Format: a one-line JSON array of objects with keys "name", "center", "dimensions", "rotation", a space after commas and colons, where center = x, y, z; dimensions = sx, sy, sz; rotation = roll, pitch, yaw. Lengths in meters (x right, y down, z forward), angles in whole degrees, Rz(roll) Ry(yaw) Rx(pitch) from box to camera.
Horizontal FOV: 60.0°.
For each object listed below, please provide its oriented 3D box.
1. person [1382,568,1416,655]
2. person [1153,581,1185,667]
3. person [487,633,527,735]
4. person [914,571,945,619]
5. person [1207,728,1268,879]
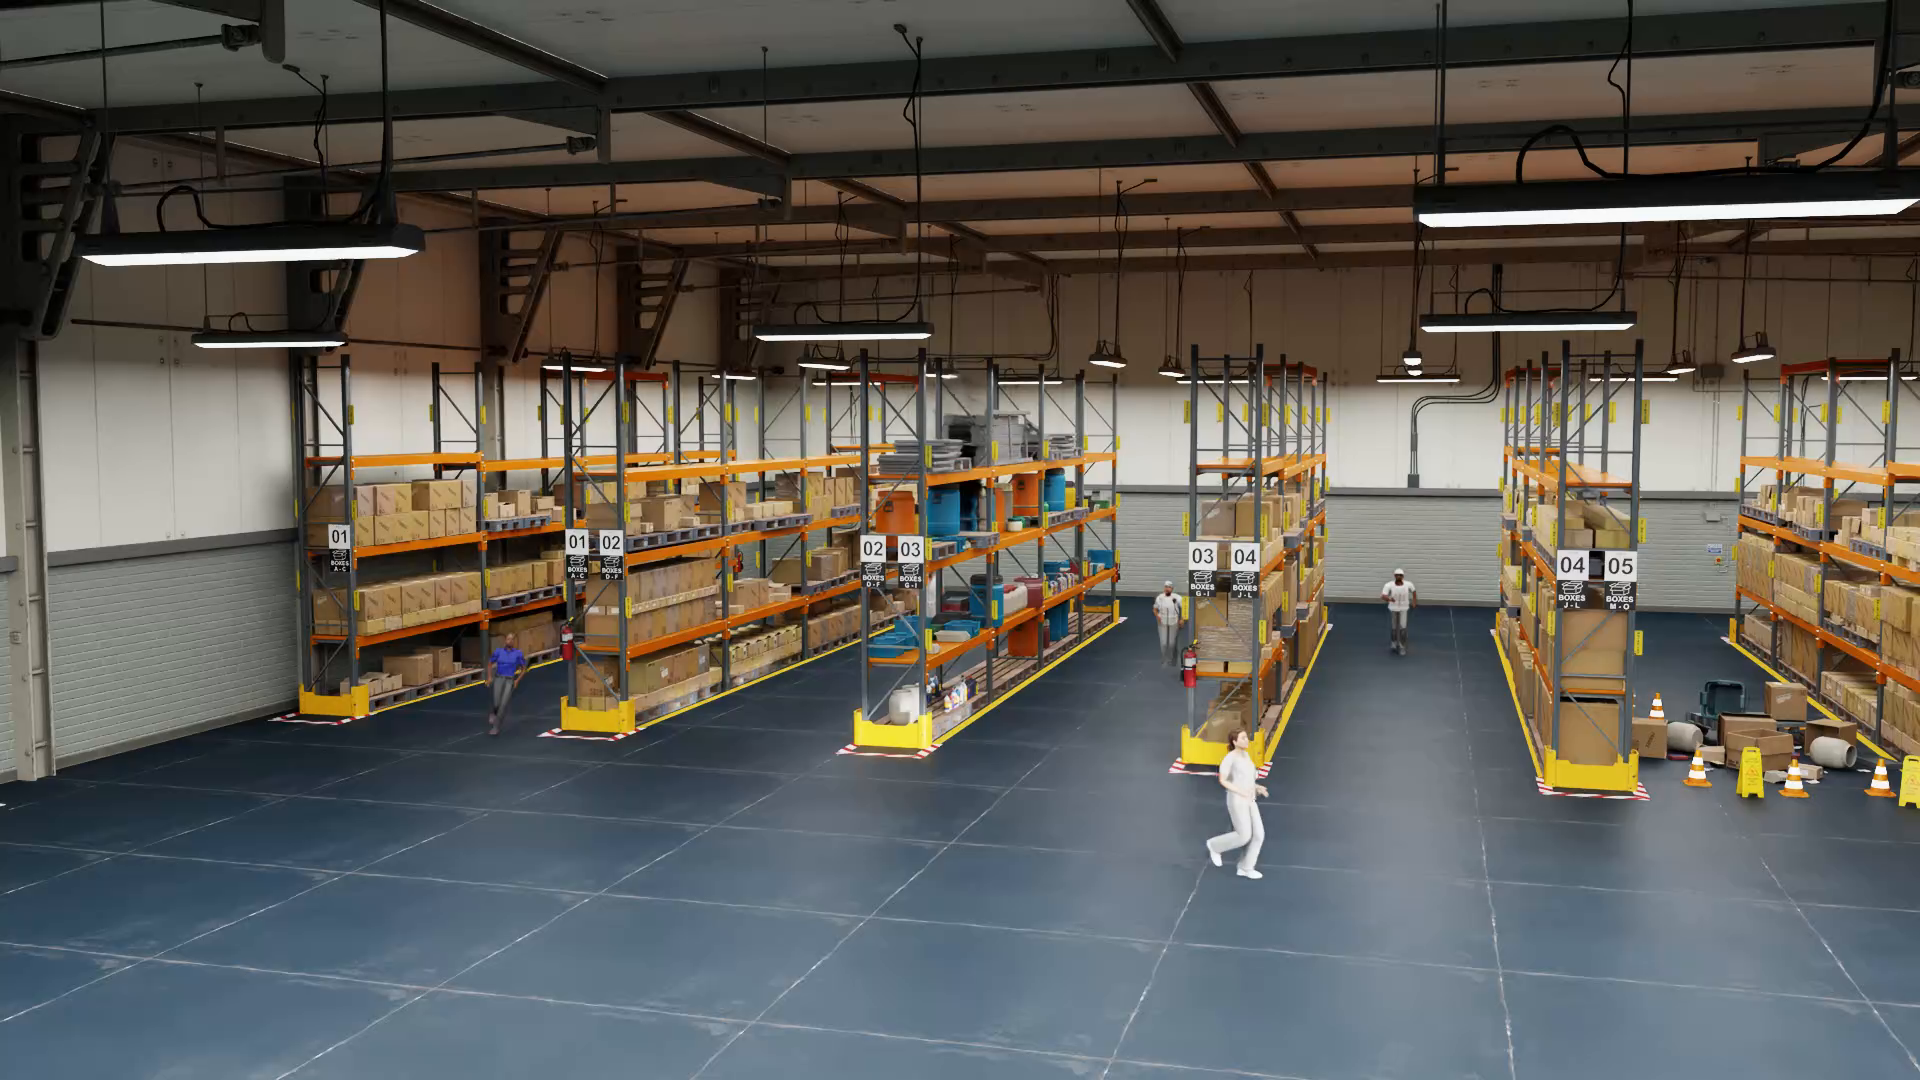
[{"name": "person", "center": [9.233, 1.513, 34.984], "dimensions": [0.719, 1.846, 0.763], "rotation": [1, 4, 12]}, {"name": "person", "center": [3.928, 1.587, 31.193], "dimensions": [0.640, 1.642, 0.534], "rotation": [1, 4, 14]}, {"name": "person", "center": [-7.142, 2.249, 26.205], "dimensions": [0.612, 1.578, 0.523], "rotation": [-1, 4, -11]}, {"name": "person", "center": [-0.677, 1.404, 36.338], "dimensions": [0.666, 1.751, 0.596], "rotation": [1, 4, 9]}, {"name": "person", "center": [3.018, 2.836, 18.064], "dimensions": [0.641, 1.619, 0.565], "rotation": [4, 6, 42]}]
